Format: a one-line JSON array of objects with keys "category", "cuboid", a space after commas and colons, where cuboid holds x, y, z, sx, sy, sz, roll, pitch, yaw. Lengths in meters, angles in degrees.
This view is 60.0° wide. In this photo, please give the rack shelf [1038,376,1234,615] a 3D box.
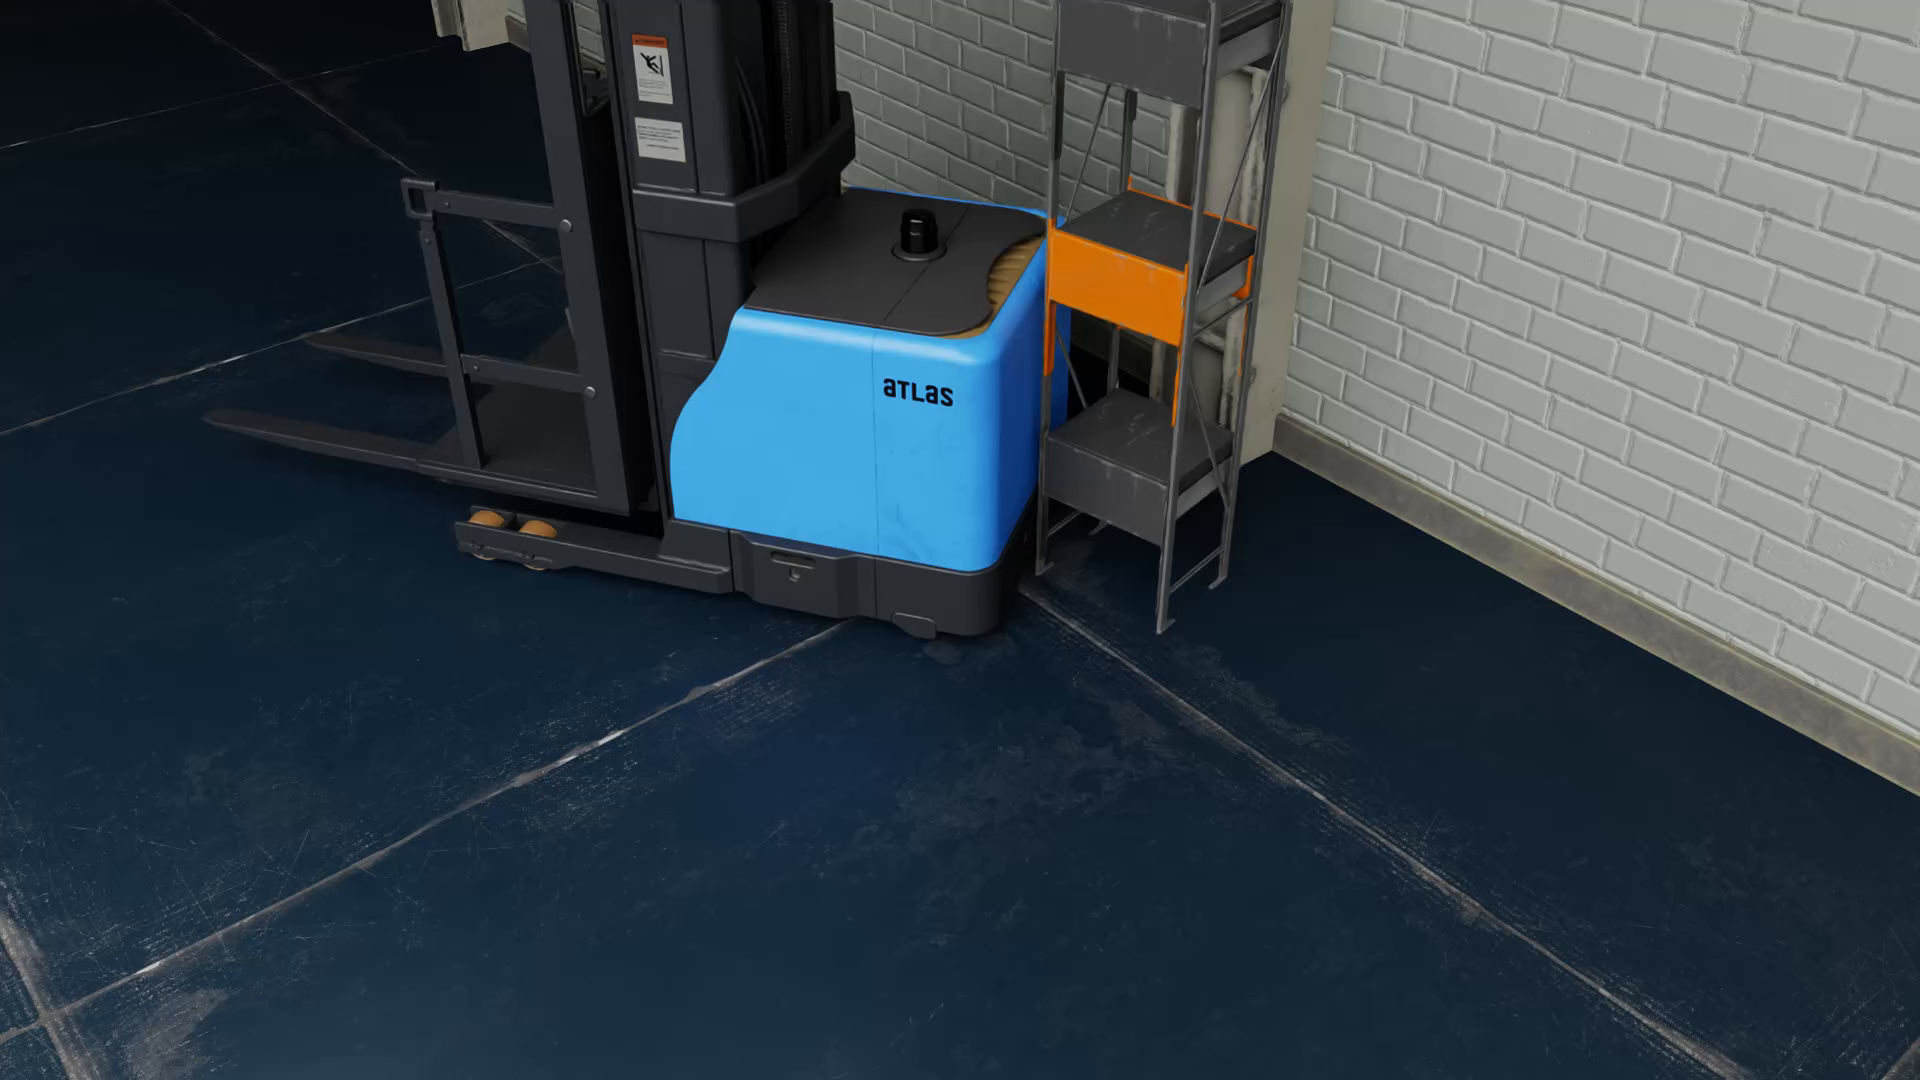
[{"category": "rack shelf", "cuboid": [0.573, -0.151, 5.381, 0.480, 0.518, 0.431, 26, 43, 31]}]

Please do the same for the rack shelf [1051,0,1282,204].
[{"category": "rack shelf", "cuboid": [0.573, -1.293, 4.572, 0.480, 0.518, 0.431, 26, 43, 31]}]

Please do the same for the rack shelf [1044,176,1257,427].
[{"category": "rack shelf", "cuboid": [0.573, -0.722, 4.977, 0.480, 0.518, 0.431, 26, 43, 31]}]

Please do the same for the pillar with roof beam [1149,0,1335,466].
[{"category": "pillar with roof beam", "cuboid": [-2.340, -2.448, 1.421, 9.100, 9.000, 0.400, -26, 43, -32]}]

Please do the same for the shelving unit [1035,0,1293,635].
[{"category": "shelving unit", "cuboid": [0.573, -0.733, 4.969, 0.503, 2.100, 0.431, 26, 43, 31]}]

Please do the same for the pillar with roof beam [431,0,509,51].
[{"category": "pillar with roof beam", "cuboid": [-6.212, -5.097, 5.161, 9.100, 9.000, 0.400, -26, 43, -32]}]

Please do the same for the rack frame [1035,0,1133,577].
[{"category": "rack frame", "cuboid": [0.385, -0.823, 5.096, 0.015, 2.100, 0.400, 26, 43, 31]}]

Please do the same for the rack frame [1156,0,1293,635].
[{"category": "rack frame", "cuboid": [0.761, -0.643, 4.842, 0.015, 2.100, 0.400, 26, 43, 31]}]

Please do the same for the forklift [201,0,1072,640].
[{"category": "forklift", "cuboid": [-1.189, -1.373, 5.153, 3.031, 2.935, 1.130, 10, 37, 14]}]
